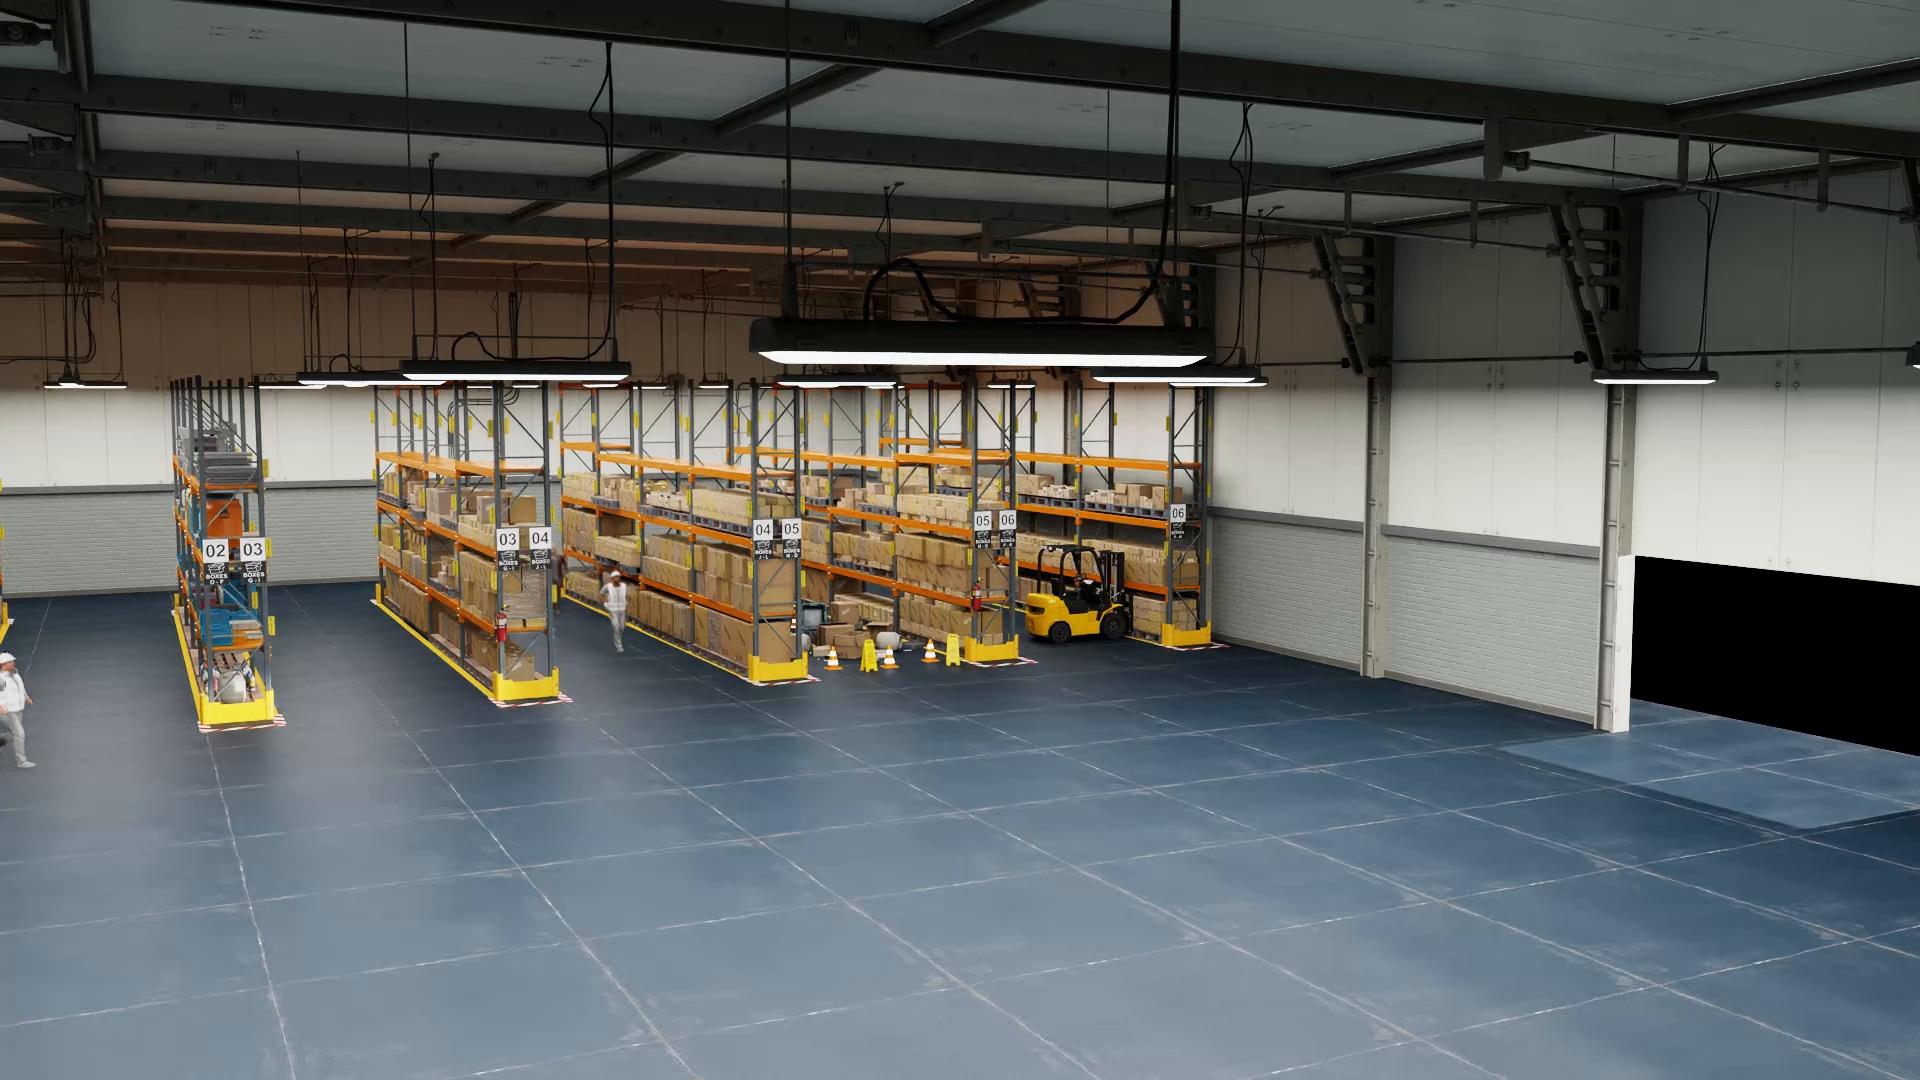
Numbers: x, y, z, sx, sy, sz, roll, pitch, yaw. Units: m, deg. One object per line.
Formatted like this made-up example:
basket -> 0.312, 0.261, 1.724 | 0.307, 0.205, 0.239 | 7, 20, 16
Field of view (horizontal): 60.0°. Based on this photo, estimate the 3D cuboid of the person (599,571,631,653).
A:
person -> -7.607, 1.567, 36.774 | 0.688, 1.775, 0.804 | -3, 6, -30

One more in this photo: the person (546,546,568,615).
person -> -10.522, 1.022, 43.108 | 0.718, 1.778, 0.935 | -3, 6, -27

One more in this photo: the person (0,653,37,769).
person -> -14.520, 2.592, 25.329 | 0.880, 1.759, 0.680 | 0, 5, 4
